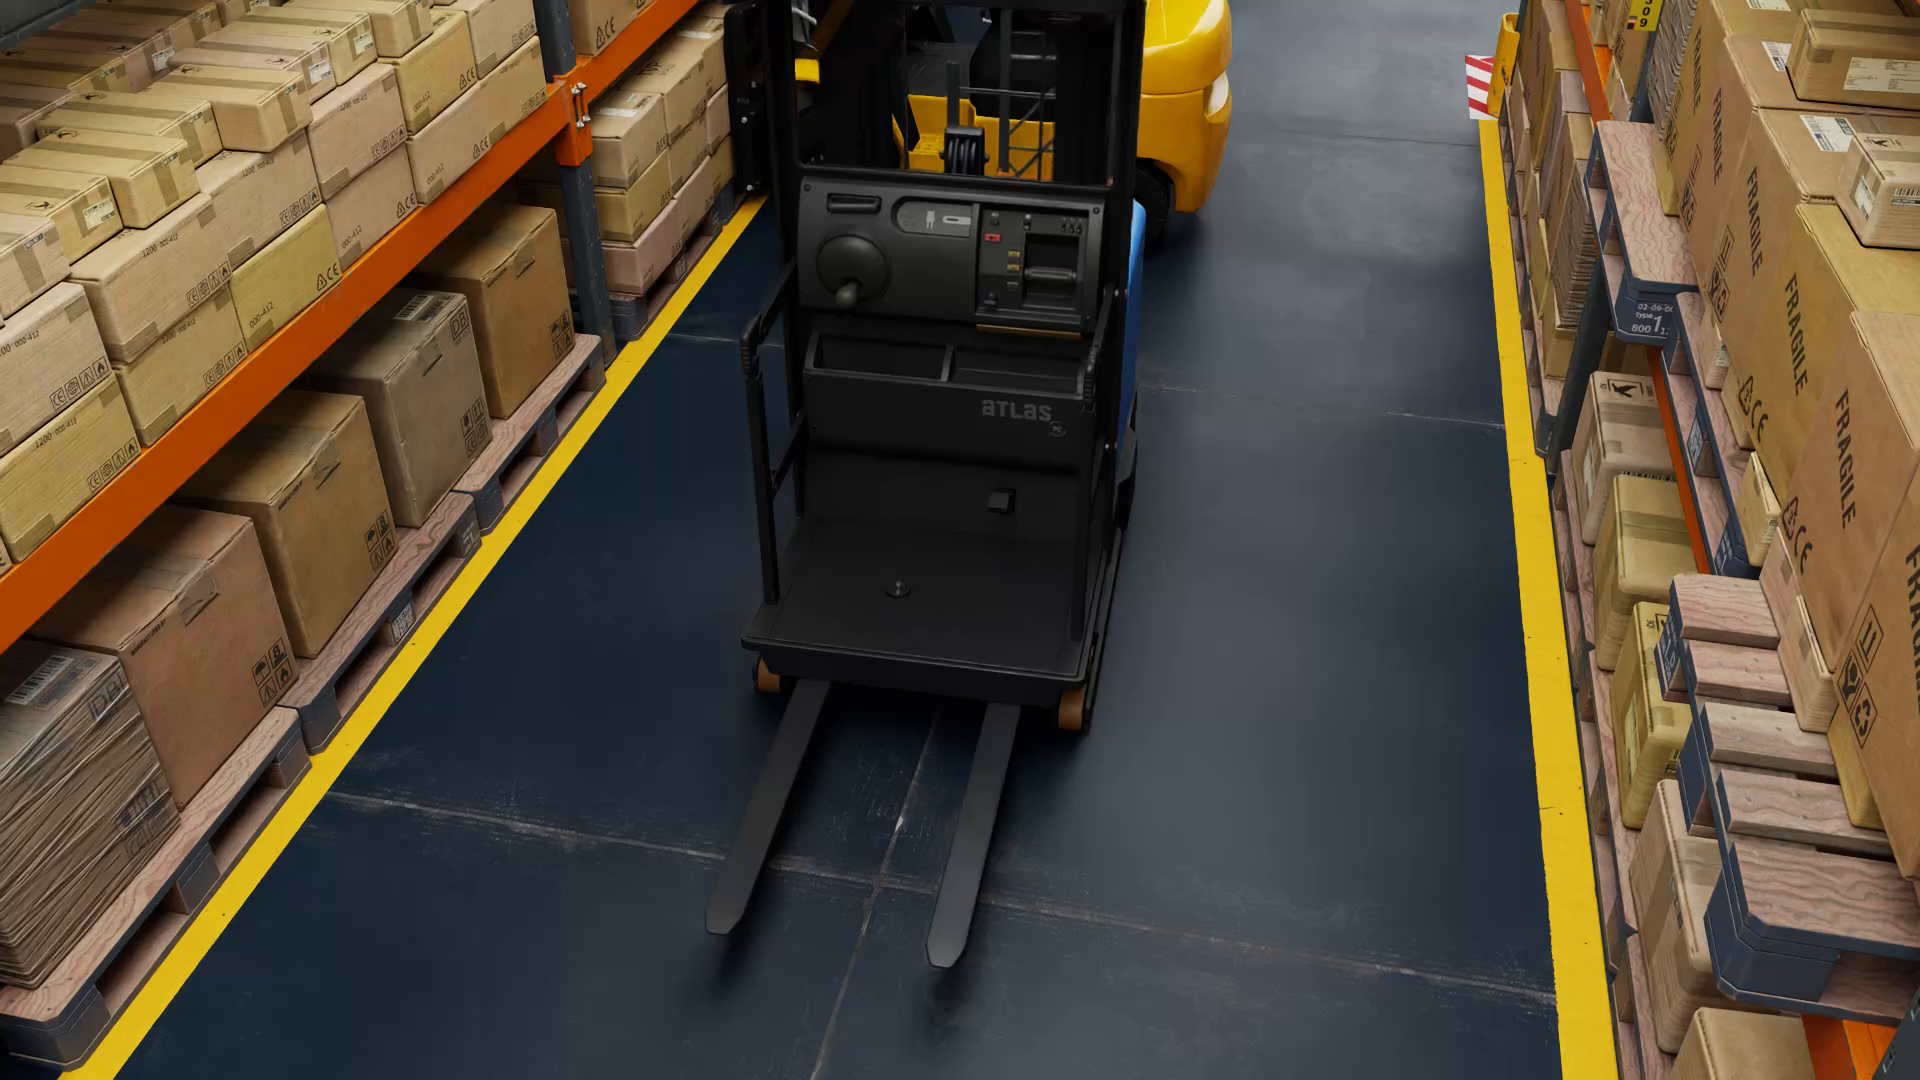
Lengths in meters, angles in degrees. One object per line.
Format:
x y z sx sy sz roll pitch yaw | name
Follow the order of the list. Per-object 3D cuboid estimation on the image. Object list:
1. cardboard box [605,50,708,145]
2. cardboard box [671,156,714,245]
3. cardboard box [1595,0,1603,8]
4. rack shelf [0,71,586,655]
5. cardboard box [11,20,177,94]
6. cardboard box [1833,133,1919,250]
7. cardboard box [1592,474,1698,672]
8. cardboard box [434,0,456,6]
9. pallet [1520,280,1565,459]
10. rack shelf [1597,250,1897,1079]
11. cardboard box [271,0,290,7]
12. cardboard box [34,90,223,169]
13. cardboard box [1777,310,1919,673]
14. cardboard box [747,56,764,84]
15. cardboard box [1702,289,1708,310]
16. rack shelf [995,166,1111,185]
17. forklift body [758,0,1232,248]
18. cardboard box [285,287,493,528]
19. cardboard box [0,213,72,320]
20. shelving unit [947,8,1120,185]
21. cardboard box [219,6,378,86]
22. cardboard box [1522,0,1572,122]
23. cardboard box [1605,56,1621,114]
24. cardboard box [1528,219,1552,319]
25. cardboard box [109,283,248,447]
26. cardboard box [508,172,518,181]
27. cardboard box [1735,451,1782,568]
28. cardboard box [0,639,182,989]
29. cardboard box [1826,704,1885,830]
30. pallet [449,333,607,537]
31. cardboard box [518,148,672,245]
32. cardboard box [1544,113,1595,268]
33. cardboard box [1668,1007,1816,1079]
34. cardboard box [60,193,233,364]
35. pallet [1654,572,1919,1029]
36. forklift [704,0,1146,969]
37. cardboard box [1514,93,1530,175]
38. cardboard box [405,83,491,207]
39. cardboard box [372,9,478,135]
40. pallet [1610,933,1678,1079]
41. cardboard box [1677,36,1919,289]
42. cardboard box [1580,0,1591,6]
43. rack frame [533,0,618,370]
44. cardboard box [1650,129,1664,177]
-1.491 -2.049 7.654 0.500 0.250 0.500 7 37 10 | cardboard box
-1.500 -1.643 7.946 0.500 0.250 0.500 7 36 9 | cardboard box
2.892 -2.478 6.774 0.500 0.500 0.500 8 37 11 | cardboard box
-2.447 -0.619 5.161 1.077 0.370 4.000 7 37 10 | rack shelf
-2.628 -1.461 5.072 0.380 0.149 0.250 7 37 10 | cardboard box
2.049 -0.711 3.426 0.380 0.149 0.250 6 36 8 | cardboard box
2.570 0.170 5.340 0.950 0.372 0.625 10 37 13 | cardboard box
-1.913 -1.986 5.797 0.380 0.149 0.250 7 36 9 | cardboard box
2.939 -0.698 7.033 1.003 0.211 1.213 7 37 10 | pallet
2.403 0.001 4.306 1.077 0.370 4.000 7 37 10 | rack shelf
-2.467 -1.895 5.671 0.380 0.149 0.250 7 37 10 | cardboard box
-2.292 -1.115 4.595 0.380 0.149 0.250 7 37 10 | cardboard box
1.901 -0.068 3.091 0.500 0.500 0.500 7 36 9 | cardboard box
-1.282 -2.420 8.592 0.500 0.250 0.500 7 37 10 | cardboard box
2.205 -0.630 4.420 0.380 0.149 0.250 8 37 10 | cardboard box
0.310 -1.277 7.040 0.538 0.185 1.000 7 37 10 | rack shelf
0.212 -2.691 8.130 2.313 2.155 1.214 7 37 10 | forklift body
-2.294 -0.521 6.079 0.875 0.625 0.625 7 37 9 | cardboard box
-2.389 -0.668 3.978 0.380 0.149 0.250 8 37 10 | cardboard box
0.308 -1.417 6.927 0.587 1.500 1.083 7 37 10 | shelving unit
-2.061 -1.543 5.185 0.380 0.149 0.250 6 36 9 | cardboard box
3.130 -2.349 8.281 0.500 0.500 0.500 6 36 8 | cardboard box
2.647 -1.702 6.256 0.380 0.149 0.250 8 37 11 | cardboard box
2.798 -1.173 7.298 0.500 0.250 0.500 6 36 9 | cardboard box
-2.325 -0.511 4.527 0.500 0.250 0.500 6 36 8 | cardboard box
-2.104 -1.825 7.345 0.500 0.250 0.500 8 37 11 | cardboard box
1.919 -0.045 3.613 0.380 0.149 0.250 8 37 11 | cardboard box
-2.728 0.672 4.433 0.875 0.625 0.625 8 37 11 | cardboard box
1.802 0.408 2.988 0.380 0.149 0.250 8 37 11 | cardboard box
-2.139 -0.501 6.761 1.003 0.211 1.213 7 37 10 | pallet
-1.615 -1.555 7.399 0.500 0.250 0.500 7 37 10 | cardboard box
2.801 -1.462 7.058 0.500 0.500 0.500 8 37 11 | cardboard box
2.106 1.427 3.606 0.950 0.372 0.625 5 36 7 | cardboard box
-2.303 -0.714 4.381 0.500 0.250 0.500 6 36 9 | cardboard box
2.024 0.512 3.151 1.213 0.211 1.003 7 37 10 | pallet
-0.071 -0.800 4.856 1.130 2.935 3.031 6 36 9 | forklift
3.126 -2.068 8.532 0.500 0.250 0.500 9 37 12 | cardboard box
-1.974 -1.386 5.734 0.500 0.250 0.500 7 37 10 | cardboard box
-1.978 -1.590 5.589 0.500 0.250 0.500 6 36 9 | cardboard box
2.144 1.537 3.949 1.003 0.211 1.213 7 37 10 | pallet
2.224 -0.966 4.331 0.500 0.500 0.500 7 37 10 | cardboard box
2.918 -2.436 7.269 0.380 0.149 0.250 8 37 10 | cardboard box
-2.020 -2.057 6.532 1.000 3.000 0.127 7 37 10 | rack frame
2.403 -1.228 5.245 0.380 0.149 0.250 8 37 11 | cardboard box
